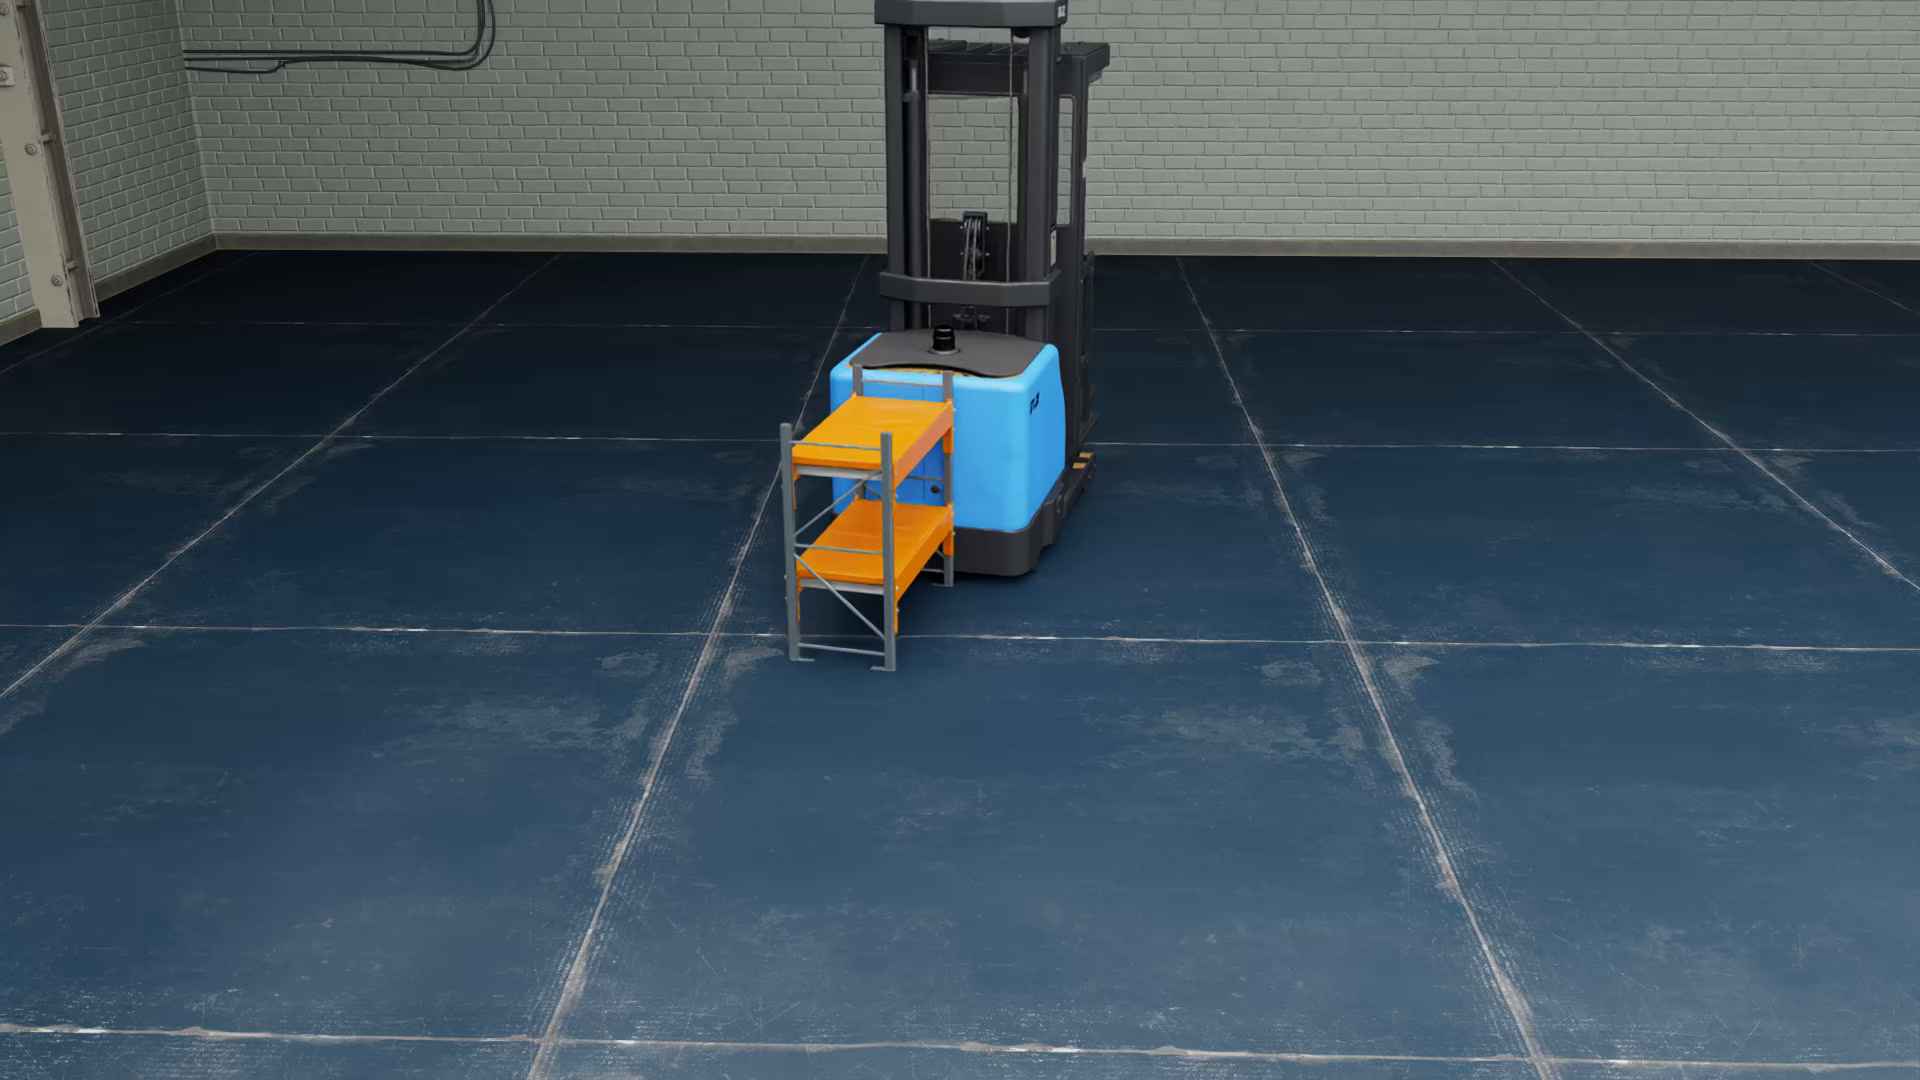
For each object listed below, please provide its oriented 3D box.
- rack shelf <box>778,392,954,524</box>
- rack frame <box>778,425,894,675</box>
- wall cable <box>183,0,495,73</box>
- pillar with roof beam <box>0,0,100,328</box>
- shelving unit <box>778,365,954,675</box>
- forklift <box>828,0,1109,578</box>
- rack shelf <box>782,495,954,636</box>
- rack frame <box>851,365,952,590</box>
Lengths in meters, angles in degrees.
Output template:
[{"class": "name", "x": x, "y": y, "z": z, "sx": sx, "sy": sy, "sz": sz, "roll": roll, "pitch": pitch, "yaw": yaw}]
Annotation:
[{"class": "rack shelf", "x": -0.413, "y": -0.398, "z": 7.690, "sx": 0.538, "sy": 0.278, "sz": 1.000, "roll": 5, "pitch": 22, "yaw": 14}, {"class": "rack frame", "x": -0.542, "y": 0.053, "z": 7.337, "sx": 0.500, "sy": 1.125, "sz": 0.032, "roll": 5, "pitch": 22, "yaw": 14}, {"class": "wall cable", "x": -5.896, "y": -5.591, "z": 15.292, "sx": 3.097, "sy": 2.526, "sz": 0.112, "roll": 1, "pitch": 21, "yaw": 2}, {"class": "pillar with roof beam", "x": -3.004, "y": -5.941, "z": 11.900, "sx": 9.100, "sy": 9.000, "sz": 0.400, "roll": 1, "pitch": 21, "yaw": 2}, {"class": "shelving unit", "x": -0.413, "y": -0.125, "z": 7.796, "sx": 0.538, "sy": 1.125, "sz": 1.048, "roll": 5, "pitch": 22, "yaw": 14}, {"class": "forklift", "x": 0.193, "y": -1.677, "z": 9.300, "sx": 1.130, "sy": 2.935, "sz": 3.031, "roll": 5, "pitch": 22, "yaw": 14}, {"class": "rack shelf", "x": -0.413, "y": 0.103, "z": 7.884, "sx": 0.538, "sy": 0.278, "sz": 1.000, "roll": 5, "pitch": 22, "yaw": 14}, {"class": "rack frame", "x": -0.285, "y": -0.303, "z": 8.254, "sx": 0.500, "sy": 1.125, "sz": 0.032, "roll": 5, "pitch": 22, "yaw": 14}]
